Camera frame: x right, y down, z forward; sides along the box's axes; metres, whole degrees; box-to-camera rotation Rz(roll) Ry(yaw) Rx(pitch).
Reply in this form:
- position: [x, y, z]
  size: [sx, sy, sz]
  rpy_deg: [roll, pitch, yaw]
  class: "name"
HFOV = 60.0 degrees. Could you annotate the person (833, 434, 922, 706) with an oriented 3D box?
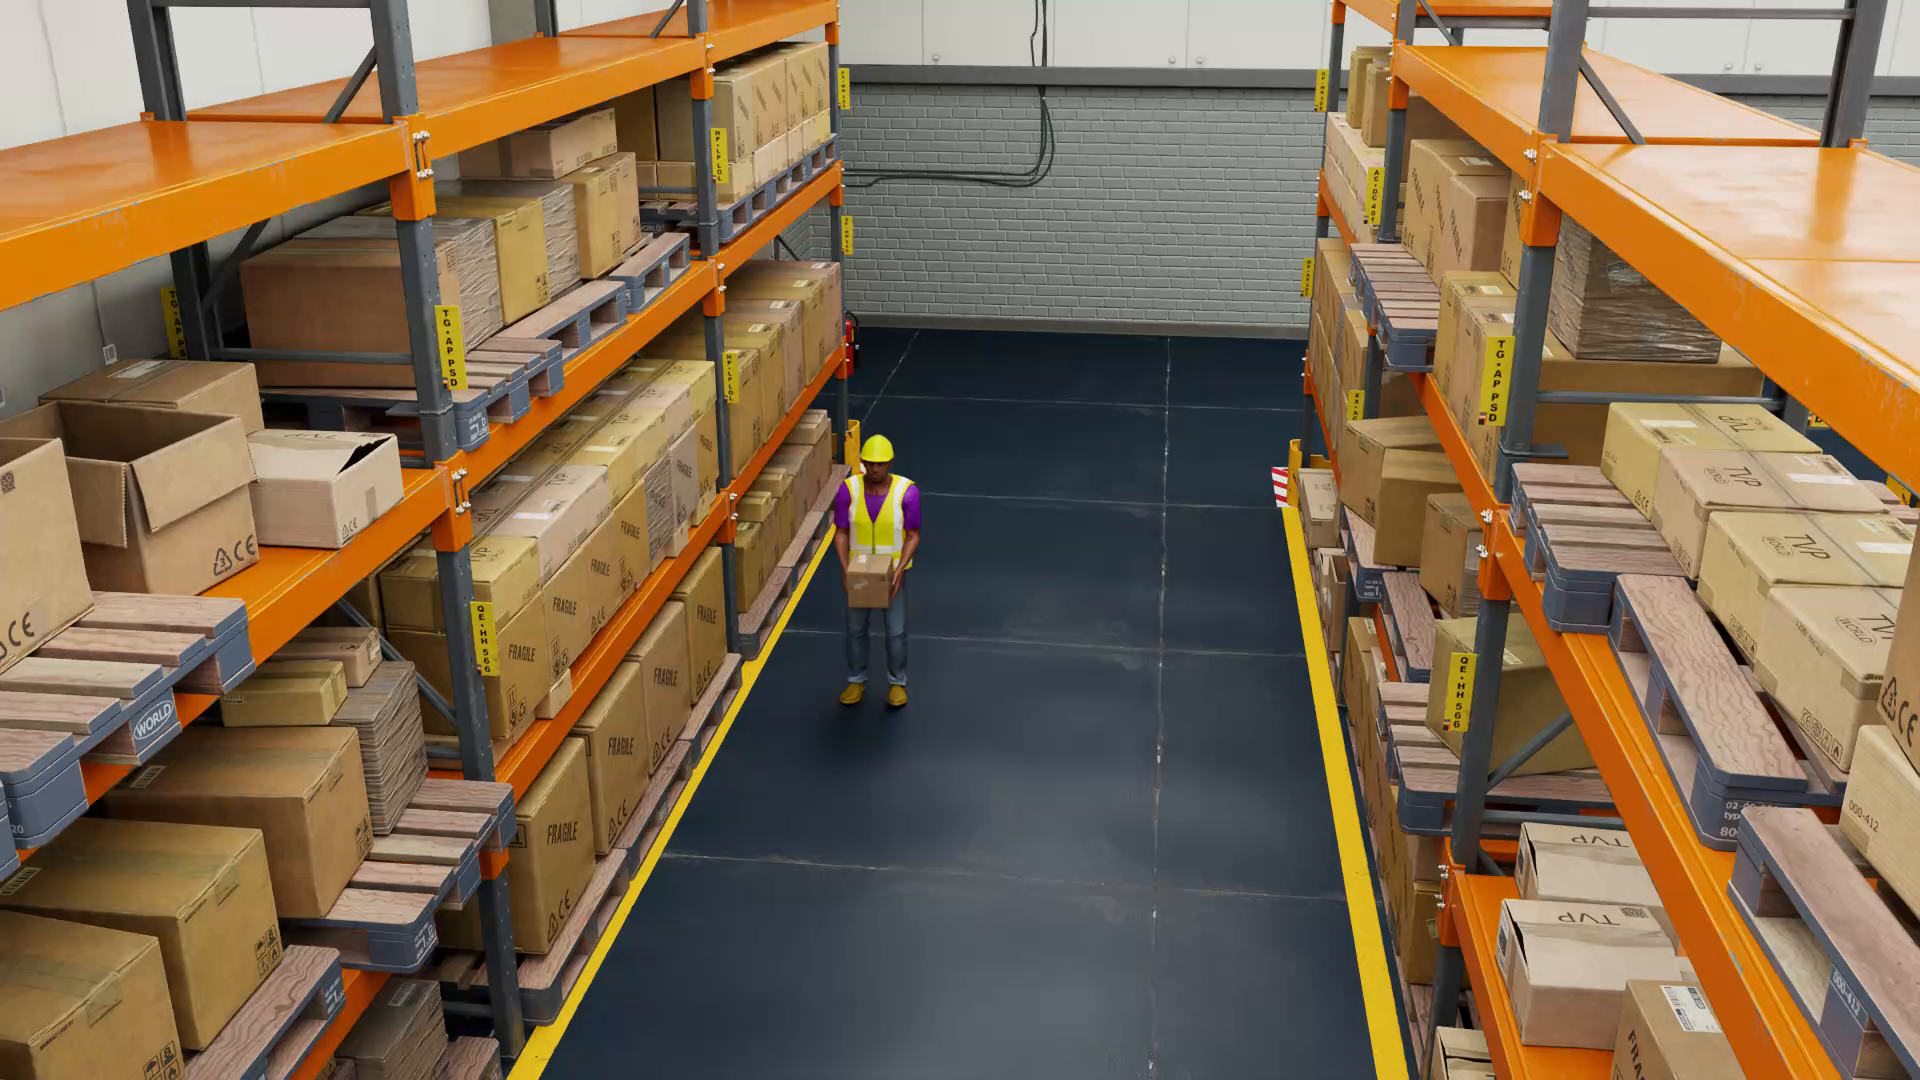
- position: [-0.527, 0.212, 10.496]
  size: [0.558, 1.769, 0.520]
  rpy_deg: [2, 21, 6]
  class: "person"
